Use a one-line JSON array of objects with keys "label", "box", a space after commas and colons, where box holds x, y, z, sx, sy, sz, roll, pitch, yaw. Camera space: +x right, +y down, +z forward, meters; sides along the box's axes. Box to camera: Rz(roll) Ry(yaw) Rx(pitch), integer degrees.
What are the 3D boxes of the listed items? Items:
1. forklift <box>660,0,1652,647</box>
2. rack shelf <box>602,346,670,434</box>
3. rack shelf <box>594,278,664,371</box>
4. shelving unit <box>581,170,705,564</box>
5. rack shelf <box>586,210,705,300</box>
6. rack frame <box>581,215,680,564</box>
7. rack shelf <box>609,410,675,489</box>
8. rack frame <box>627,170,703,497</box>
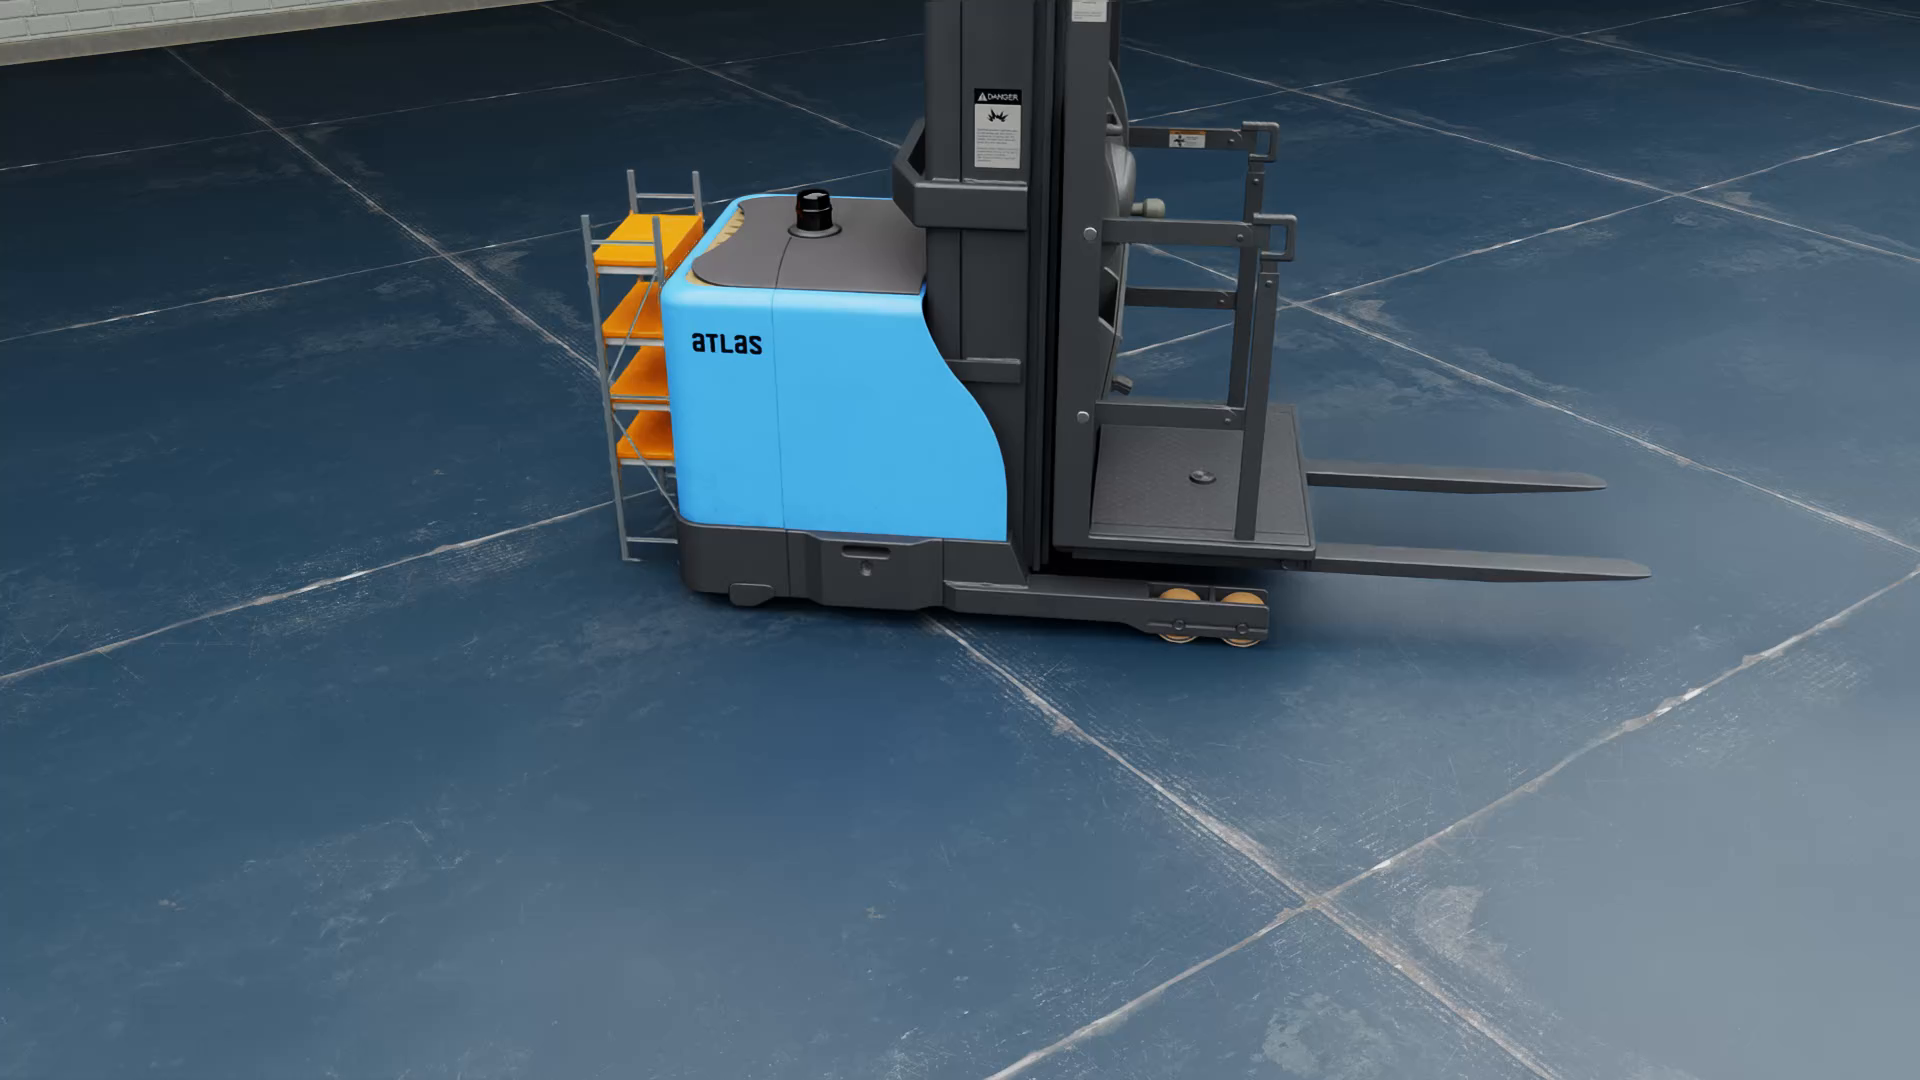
[{"label": "forklift", "box": [0.652, -1.227, 4.938, 3.031, 2.935, 1.130, 3, 29, 6]}, {"label": "rack shelf", "box": [-0.998, -0.510, 5.571, 0.258, 0.148, 0.480, 3, 29, 6]}, {"label": "rack shelf", "box": [-0.999, -0.707, 5.464, 0.258, 0.148, 0.480, 3, 29, 6]}, {"label": "shelving unit", "box": [-0.998, -0.570, 5.539, 0.258, 1.200, 0.503, 3, 29, 6]}, {"label": "rack shelf", "box": [-1.002, -0.915, 5.352, 0.258, 0.148, 0.480, 3, 29, 6]}, {"label": "rack frame", "box": [-1.025, -0.454, 5.326, 0.240, 1.200, 0.015, 3, 29, 6]}, {"label": "rack shelf", "box": [-0.996, -0.336, 5.666, 0.258, 0.148, 0.480, 3, 29, 6]}, {"label": "rack frame", "box": [-0.971, -0.685, 5.752, 0.240, 1.200, 0.015, 3, 29, 6]}]
